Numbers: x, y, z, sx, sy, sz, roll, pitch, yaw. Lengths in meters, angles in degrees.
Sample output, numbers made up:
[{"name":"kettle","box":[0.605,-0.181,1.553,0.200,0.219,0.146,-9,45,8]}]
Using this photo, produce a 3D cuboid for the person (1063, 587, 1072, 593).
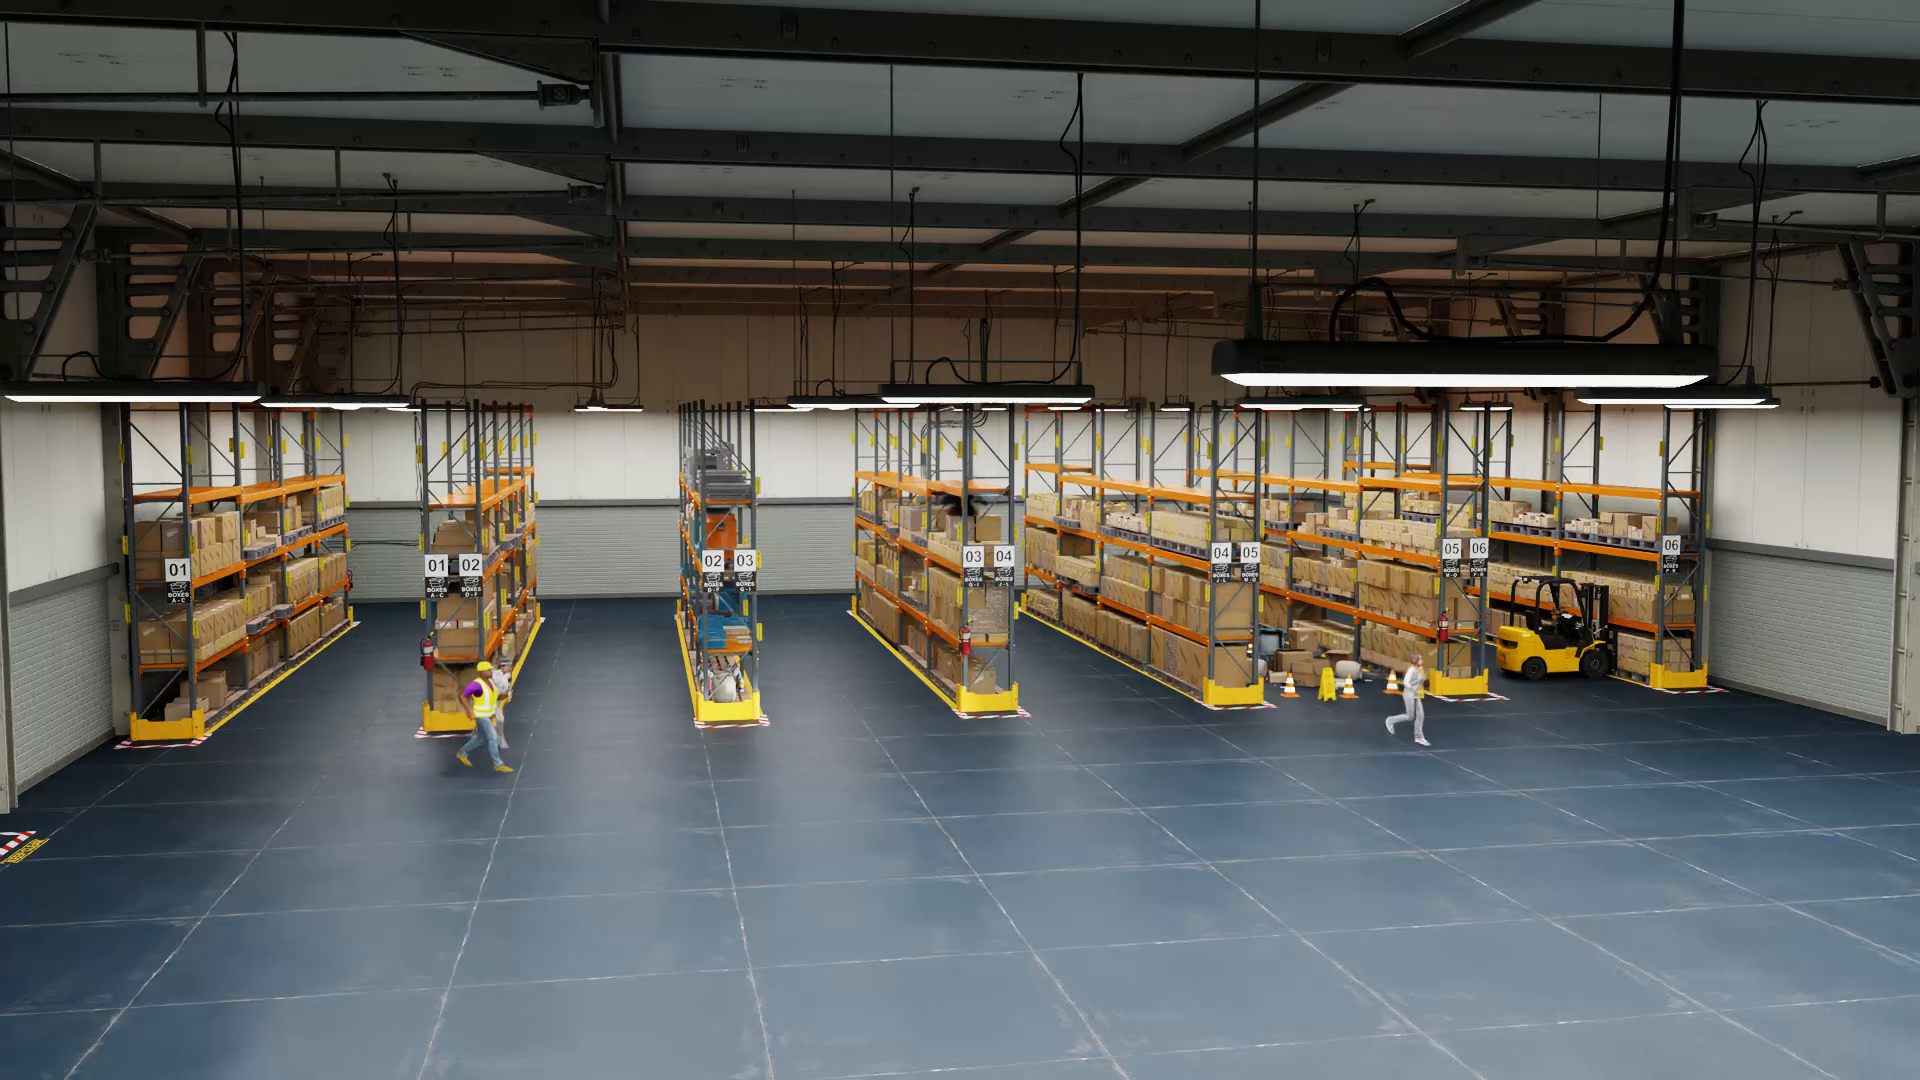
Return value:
[{"name":"person","box":[3.202,1.088,50.547,0.578,1.640,0.616,-2,5,-29]}]

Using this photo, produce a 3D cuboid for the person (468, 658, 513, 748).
[{"name":"person","box":[-8.088,2.809,28.665,0.909,1.605,0.615,2,5,24]}]

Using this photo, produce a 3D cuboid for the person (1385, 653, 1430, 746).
[{"name":"person","box":[7.841,2.758,29.017,0.817,1.587,0.566,3,5,33]}]

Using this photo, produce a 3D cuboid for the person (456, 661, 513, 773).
[{"name":"person","box":[-7.599,2.807,26.501,0.988,1.759,0.696,1,4,8]}]
